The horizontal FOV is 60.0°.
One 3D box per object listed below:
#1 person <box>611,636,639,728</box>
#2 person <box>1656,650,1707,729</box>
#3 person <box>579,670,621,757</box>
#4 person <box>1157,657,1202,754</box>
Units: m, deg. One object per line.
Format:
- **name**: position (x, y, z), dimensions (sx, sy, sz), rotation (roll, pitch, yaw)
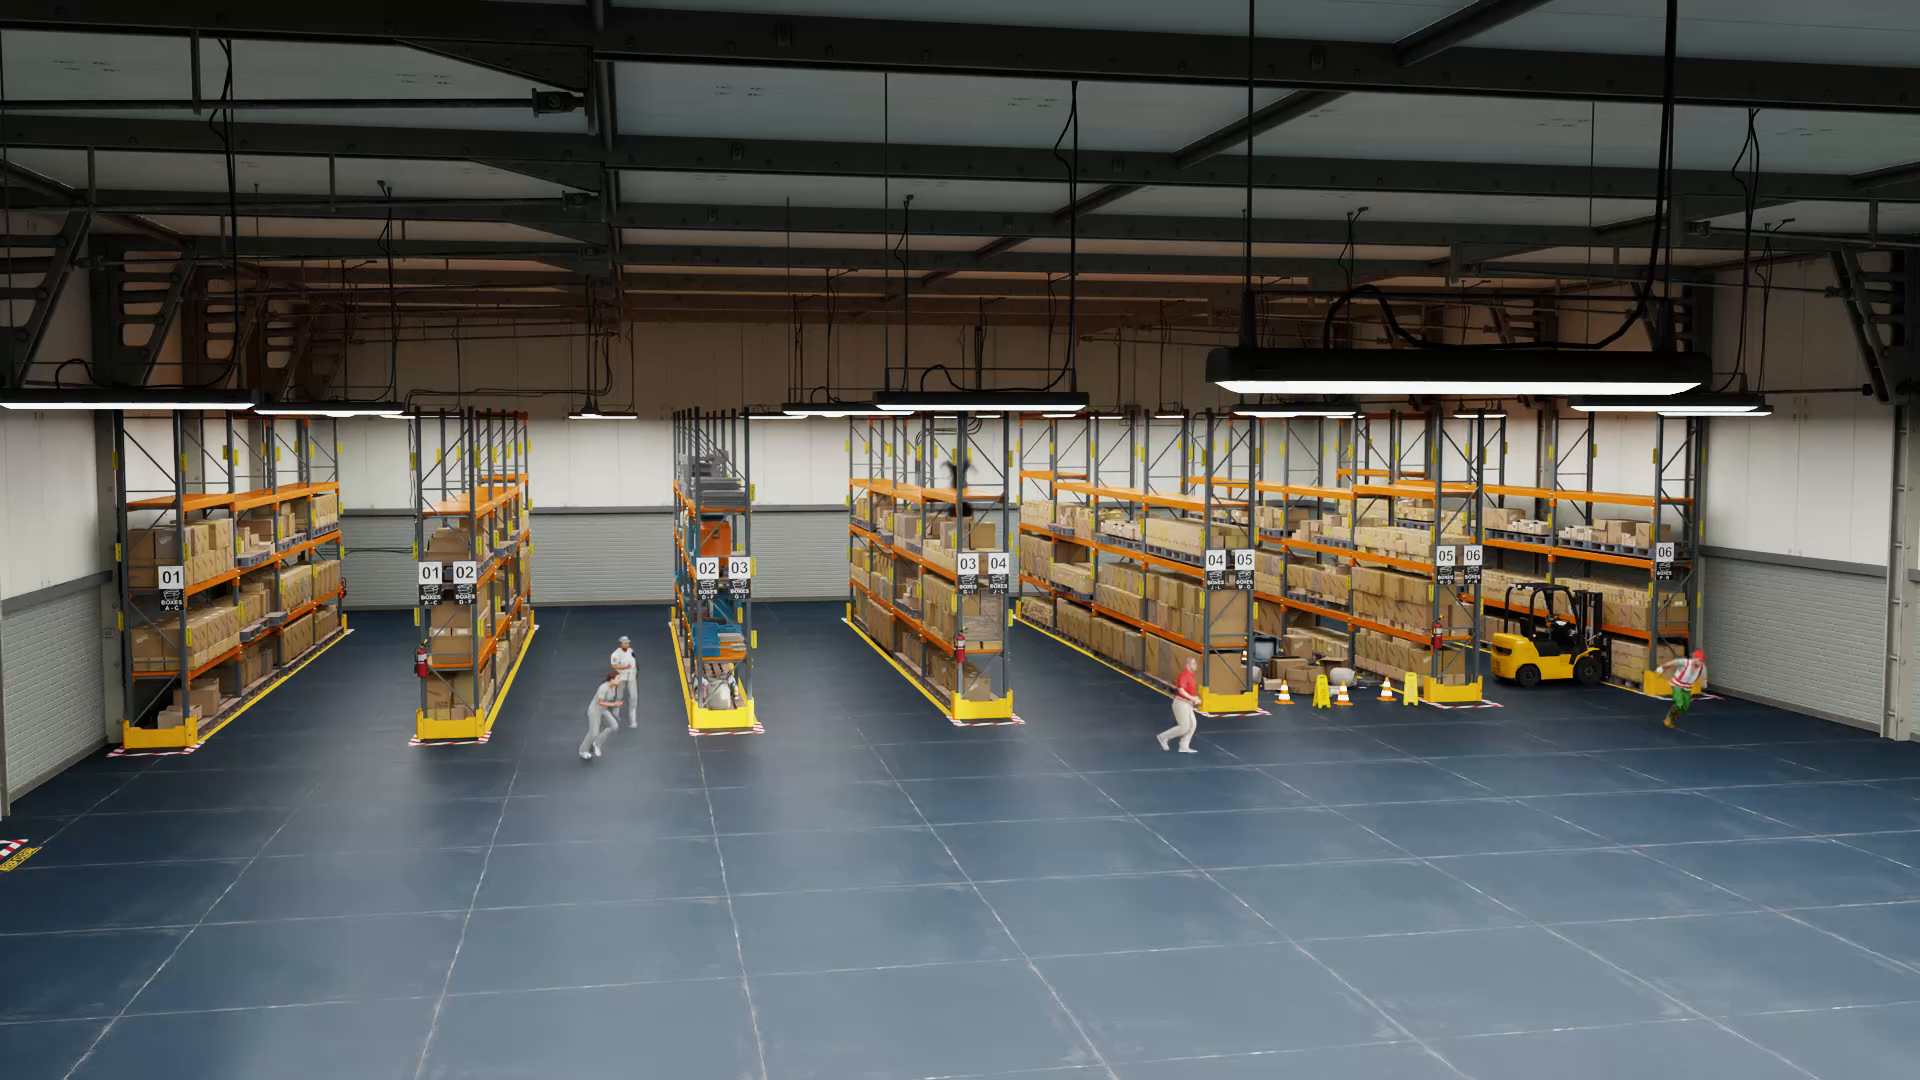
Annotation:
- **person**: position (-6.341, 2.663, 31.360), dimensions (0.550, 1.724, 0.842), rotation (-2, 5, -30)
- **person**: position (13.378, 2.759, 30.670), dimensions (0.656, 1.534, 1.018), rotation (-1, 4, -8)
- **person**: position (-6.080, 2.945, 28.281), dimensions (0.888, 1.505, 0.595), rotation (1, 4, 18)
- **person**: position (3.804, 2.856, 28.722), dimensions (0.772, 1.677, 0.663), rotation (1, 4, 16)
